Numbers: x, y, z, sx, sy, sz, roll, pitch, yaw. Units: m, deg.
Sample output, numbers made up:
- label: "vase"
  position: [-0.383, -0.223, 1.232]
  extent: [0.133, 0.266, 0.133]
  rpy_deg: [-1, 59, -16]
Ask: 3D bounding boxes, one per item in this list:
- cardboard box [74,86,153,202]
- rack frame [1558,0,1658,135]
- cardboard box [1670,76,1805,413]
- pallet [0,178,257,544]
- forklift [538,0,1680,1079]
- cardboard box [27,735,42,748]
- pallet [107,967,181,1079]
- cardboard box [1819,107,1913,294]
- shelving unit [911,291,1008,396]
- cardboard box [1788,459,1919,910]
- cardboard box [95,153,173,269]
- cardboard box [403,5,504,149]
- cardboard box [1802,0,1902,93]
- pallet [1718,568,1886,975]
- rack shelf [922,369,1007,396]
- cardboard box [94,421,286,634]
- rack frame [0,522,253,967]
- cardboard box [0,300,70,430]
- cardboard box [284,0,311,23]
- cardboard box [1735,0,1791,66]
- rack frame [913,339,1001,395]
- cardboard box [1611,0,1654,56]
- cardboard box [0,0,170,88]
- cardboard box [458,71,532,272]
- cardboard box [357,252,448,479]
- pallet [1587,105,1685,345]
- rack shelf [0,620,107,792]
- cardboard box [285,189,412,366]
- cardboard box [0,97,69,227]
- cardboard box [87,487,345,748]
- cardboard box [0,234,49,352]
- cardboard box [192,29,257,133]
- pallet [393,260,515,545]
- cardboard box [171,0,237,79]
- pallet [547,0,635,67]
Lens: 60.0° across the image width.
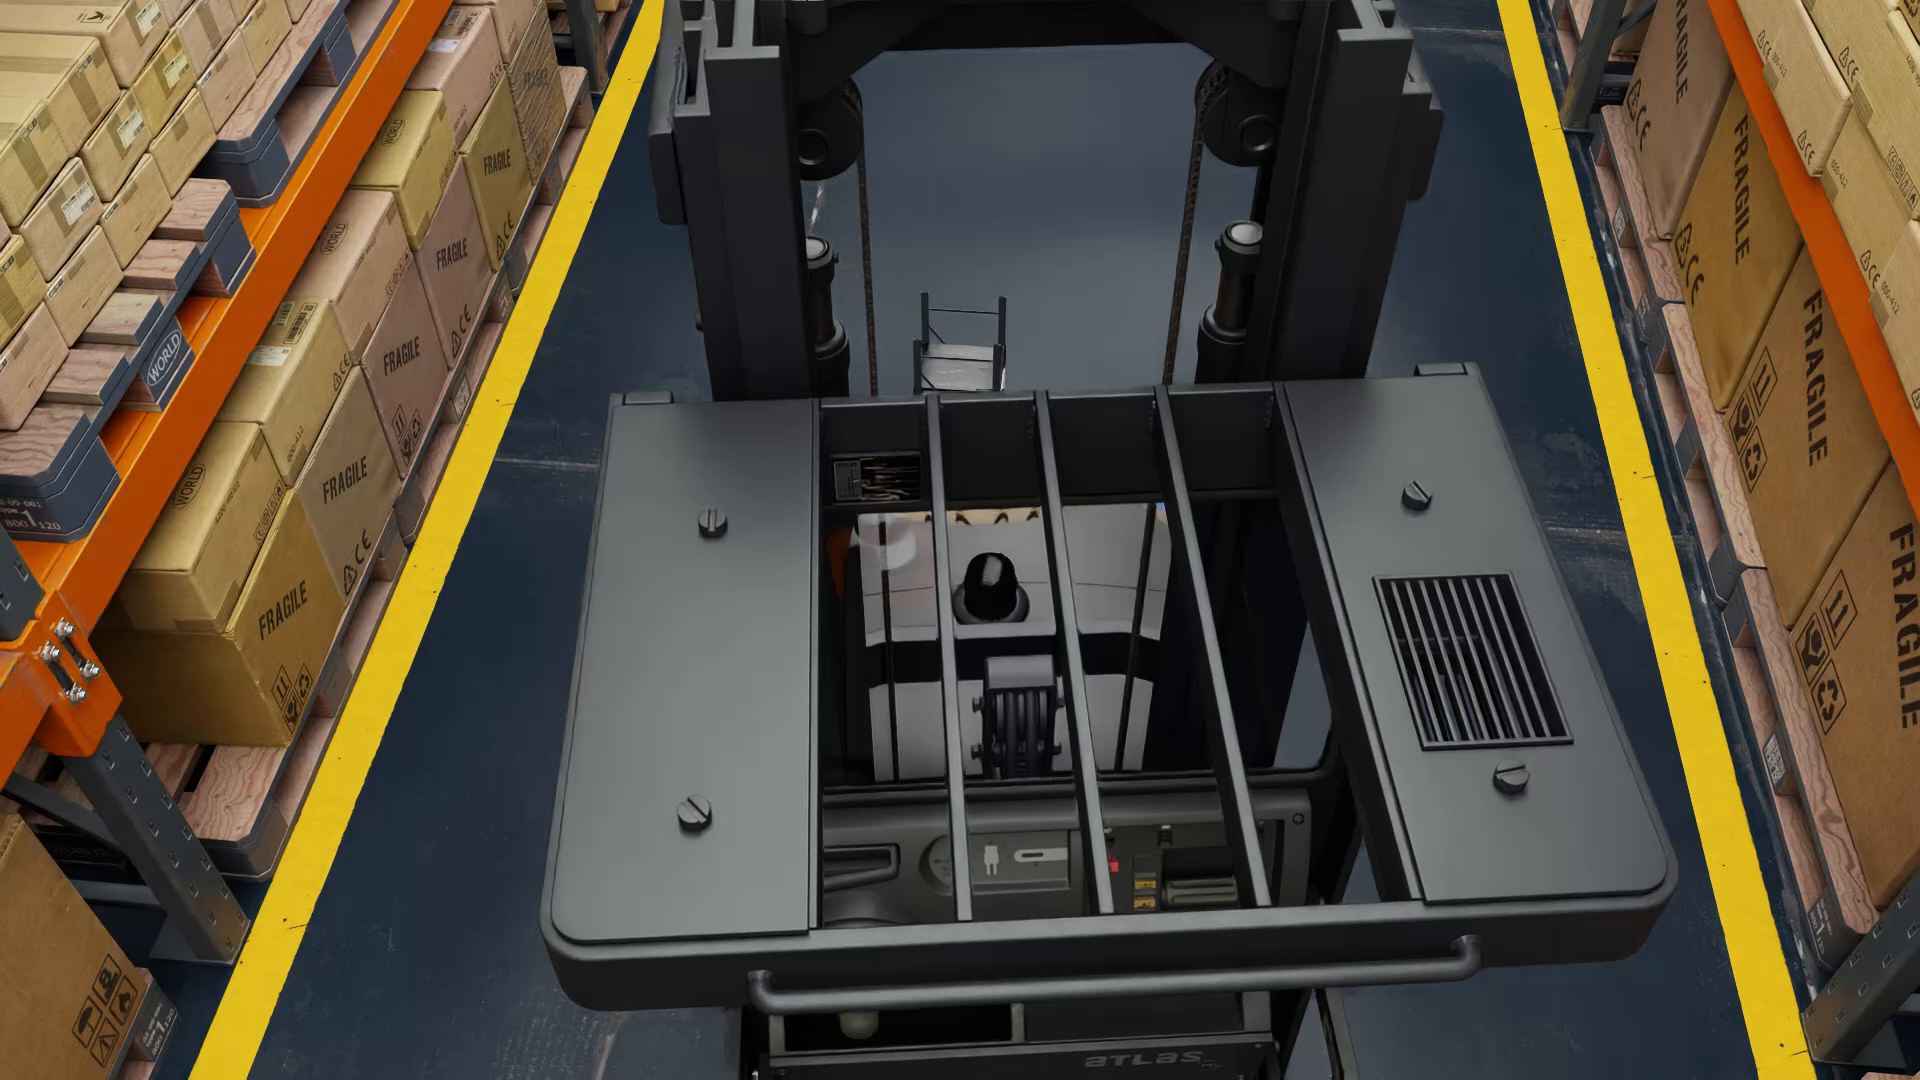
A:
- label: "cardboard box"
  position: [-2.060, -0.895, 3.720]
  extent: [0.380, 0.149, 0.250]
  rpy_deg: [3, 48, 2]
- label: "rack frame"
  position: [2.955, -2.681, 5.670]
  extent: [1.000, 3.000, 0.127]
  rpy_deg: [4, 48, 4]
- label: "cardboard box"
  position: [2.904, -0.981, 5.269]
  extent: [0.875, 0.875, 0.875]
  rpy_deg: [5, 48, 5]
- label: "pallet"
  position: [-2.389, -0.467, 3.774]
  extent: [1.213, 0.211, 1.003]
  rpy_deg: [4, 48, 4]
- label: "forklift"
  position: [0.125, 0.716, 2.609]
  extent: [1.130, 2.935, 3.031]
  rpy_deg: [-2, 48, -2]
- label: "cardboard box"
  position: [-2.548, 0.200, 4.444]
  extent: [0.500, 0.500, 0.500]
  rpy_deg: [4, 48, 3]
- label: "pallet"
  position: [-2.495, 1.515, 3.721]
  extent: [1.003, 0.211, 1.213]
  rpy_deg: [4, 48, 4]
- label: "cardboard box"
  position: [2.471, -0.826, 4.074]
  extent: [0.500, 0.250, 0.500]
  rpy_deg: [3, 48, 3]
- label: "shelving unit"
  position: [0.001, -0.310, 4.923]
  extent: [0.258, 0.900, 0.210]
  rpy_deg: [4, 48, 4]
- label: "cardboard box"
  position: [2.736, 0.331, 4.069]
  extent: [0.875, 0.875, 0.875]
  rpy_deg: [3, 48, 3]
- label: "cardboard box"
  position: [-2.058, -0.768, 3.805]
  extent: [0.380, 0.149, 0.250]
  rpy_deg: [6, 48, 5]
- label: "cardboard box"
  position: [-1.860, -1.550, 5.536]
  extent: [0.500, 0.250, 0.500]
  rpy_deg: [6, 48, 5]
- label: "cardboard box"
  position: [2.498, -1.369, 4.232]
  extent: [0.500, 0.250, 0.500]
  rpy_deg: [3, 48, 2]
- label: "pallet"
  position: [2.738, 0.625, 4.535]
  extent: [1.003, 0.211, 1.213]
  rpy_deg: [4, 48, 4]
- label: "rack shelf"
  position: [0.001, -0.409, 4.815]
  extent: [0.258, 0.077, 0.200]
  rpy_deg: [4, 48, 4]
- label: "cardboard box"
  position: [-2.044, -0.042, 4.157]
  extent: [0.500, 0.250, 0.500]
  rpy_deg: [2, 48, 2]
- label: "rack frame"
  position: [-2.348, -0.001, 3.218]
  extent: [1.000, 3.000, 0.127]
  rpy_deg: [4, 48, 4]
- label: "cardboard box"
  position: [-2.106, -0.373, 3.444]
  extent: [0.380, 0.149, 0.250]
  rpy_deg: [3, 48, 3]
- label: "cardboard box"
  position: [-1.962, -1.538, 4.510]
  extent: [0.380, 0.149, 0.250]
  rpy_deg: [2, 48, 2]
- label: "cardboard box"
  position: [2.544, -1.569, 4.754]
  extent: [0.500, 0.250, 0.500]
  rpy_deg: [4, 48, 3]
- label: "rack frame"
  position: [-0.009, -0.235, 4.855]
  extent: [0.240, 0.900, 0.006]
  rpy_deg: [4, 48, 4]
- label: "cardboard box"
  position: [3.119, -2.412, 6.875]
  extent: [0.875, 0.438, 0.875]
  rpy_deg: [3, 48, 3]
- label: "cardboard box"
  position: [-2.040, -1.157, 3.758]
  extent: [0.380, 0.149, 0.250]
  rpy_deg: [2, 48, 2]
- label: "cardboard box"
  position: [-1.847, -1.300, 5.816]
  extent: [0.500, 0.500, 0.500]
  rpy_deg: [3, 48, 3]
- label: "cardboard box"
  position: [-1.945, -0.548, 5.128]
  extent: [0.500, 0.500, 0.500]
  rpy_deg: [3, 48, 3]
- label: "pallet"
  position: [2.960, -1.168, 6.175]
  extent: [1.003, 0.211, 1.213]
  rpy_deg: [4, 48, 4]
- label: "rack shelf"
  position: [-2.530, 1.712, 2.139]
  extent: [1.077, 0.370, 4.000]
  rpy_deg: [4, 48, 4]
- label: "cardboard box"
  position: [-1.940, -0.778, 4.830]
  extent: [0.500, 0.250, 0.500]
  rpy_deg: [4, 48, 4]
- label: "cardboard box"
  position: [-2.091, -0.783, 3.415]
  extent: [0.380, 0.149, 0.250]
  rpy_deg: [3, 48, 2]
- label: "cardboard box"
  position: [-2.030, 0.199, 4.445]
  extent: [0.500, 0.500, 0.500]
  rpy_deg: [2, 48, 2]
- label: "cardboard box"
  position: [-2.104, -0.499, 3.358]
  extent: [0.380, 0.149, 0.250]
  rpy_deg: [6, 48, 5]
- label: "cardboard box"
  position: [-2.013, -1.162, 4.166]
  extent: [0.380, 0.149, 0.250]
  rpy_deg: [5, 48, 5]
- label: "pallet"
  position: [-2.162, -0.528, 5.590]
  extent: [1.003, 0.211, 1.213]
  rpy_deg: [4, 48, 4]
- label: "cardboard box"
  position: [-2.014, -1.264, 4.057]
  extent: [0.380, 0.149, 0.250]
  rpy_deg: [4, 48, 4]
- label: "pallet"
  position: [-1.958, -2.495, 7.389]
  extent: [1.003, 0.211, 1.213]
  rpy_deg: [4, 48, 4]
